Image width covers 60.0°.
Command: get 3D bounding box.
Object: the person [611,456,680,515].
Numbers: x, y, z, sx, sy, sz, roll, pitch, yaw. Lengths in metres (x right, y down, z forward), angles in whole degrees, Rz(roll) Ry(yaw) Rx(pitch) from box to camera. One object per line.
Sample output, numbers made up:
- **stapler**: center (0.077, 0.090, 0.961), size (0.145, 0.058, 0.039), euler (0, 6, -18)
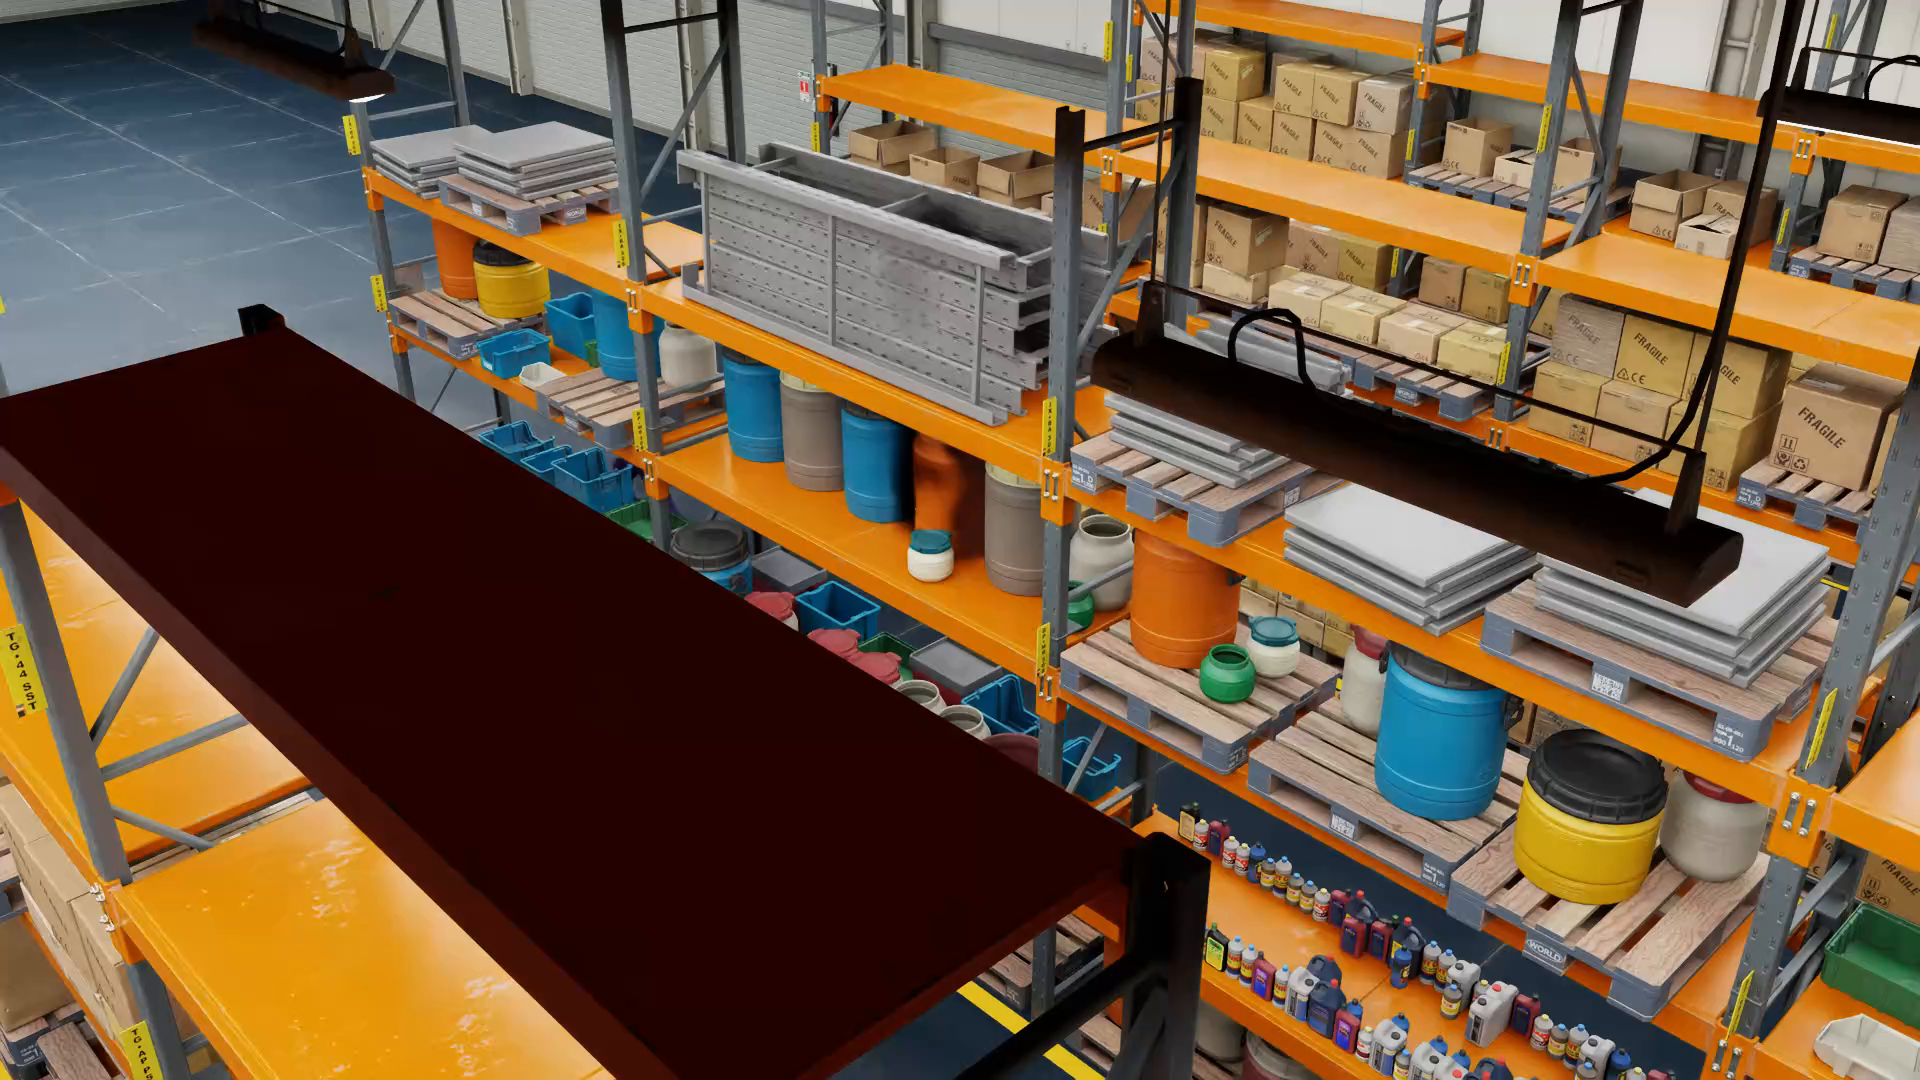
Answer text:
- **person**: center (-3.218, -0.819, 16.741), size (0.760, 1.616, 0.576), euler (9, 29, 16)
